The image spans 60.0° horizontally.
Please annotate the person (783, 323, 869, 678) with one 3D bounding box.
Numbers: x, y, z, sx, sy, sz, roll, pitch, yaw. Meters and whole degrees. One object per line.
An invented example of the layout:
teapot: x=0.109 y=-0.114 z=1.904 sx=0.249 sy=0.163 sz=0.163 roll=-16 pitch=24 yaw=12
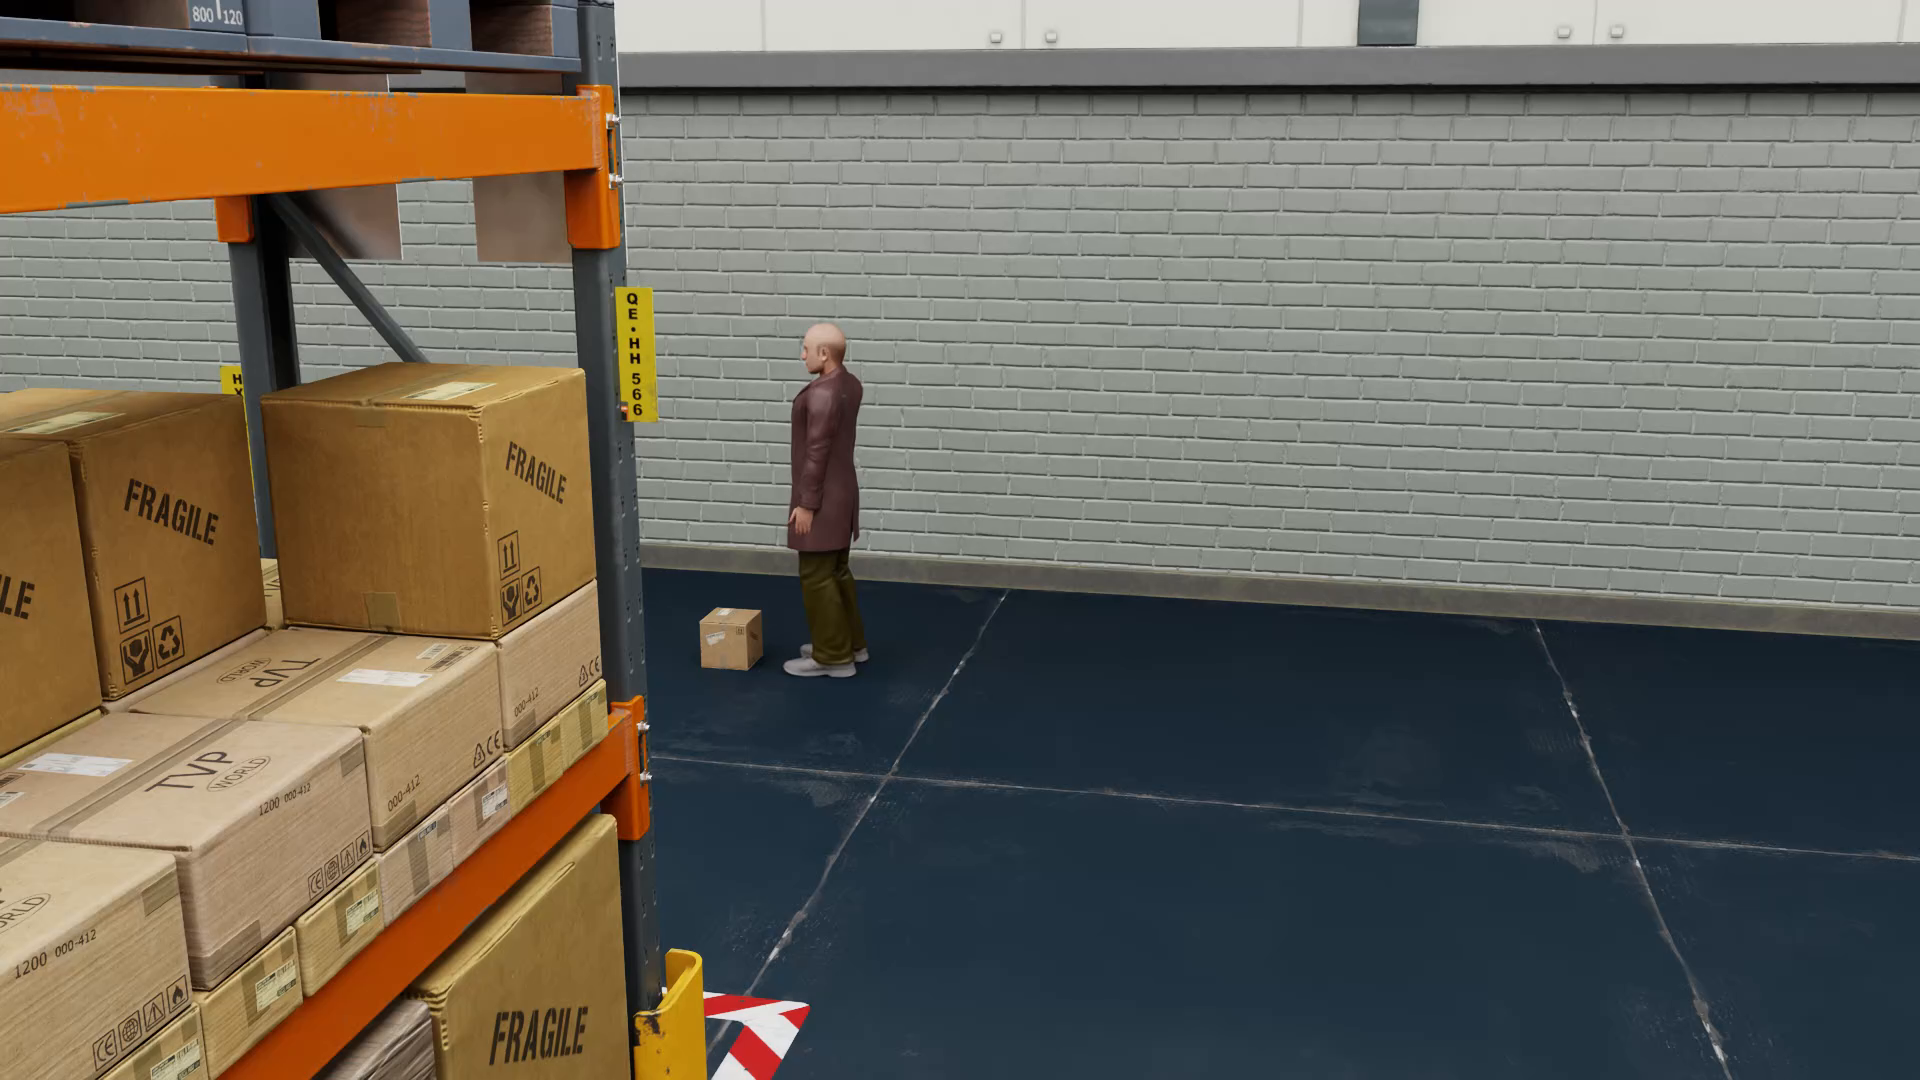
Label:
person: x=-0.690 y=-0.196 z=8.311 sx=0.377 sy=1.774 sz=0.561 roll=3 pitch=15 yaw=12
